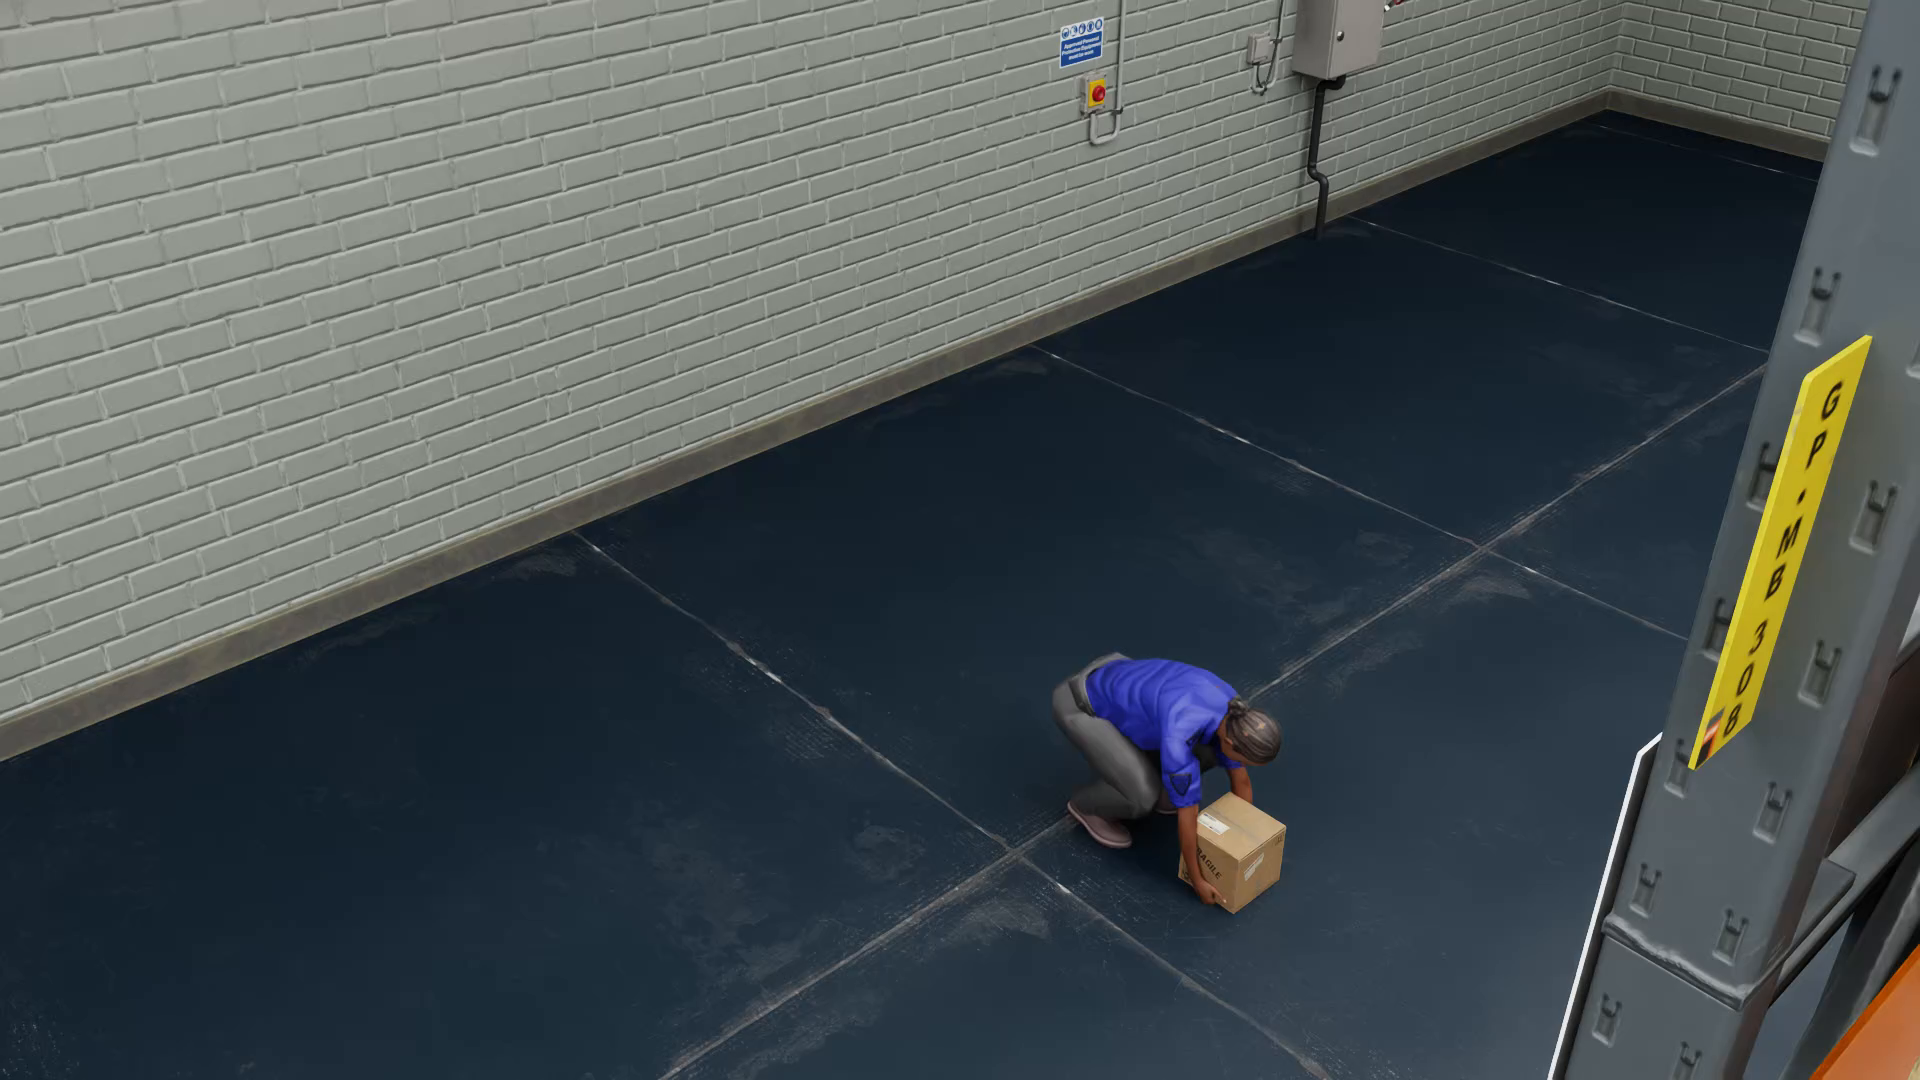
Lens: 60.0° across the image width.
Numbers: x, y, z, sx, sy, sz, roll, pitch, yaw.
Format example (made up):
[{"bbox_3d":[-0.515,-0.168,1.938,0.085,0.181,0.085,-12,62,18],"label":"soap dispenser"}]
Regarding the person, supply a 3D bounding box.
[{"bbox_3d":[0.713,0.762,5.822,0.458,0.733,0.858,-27,41,-36],"label":"person"}]
